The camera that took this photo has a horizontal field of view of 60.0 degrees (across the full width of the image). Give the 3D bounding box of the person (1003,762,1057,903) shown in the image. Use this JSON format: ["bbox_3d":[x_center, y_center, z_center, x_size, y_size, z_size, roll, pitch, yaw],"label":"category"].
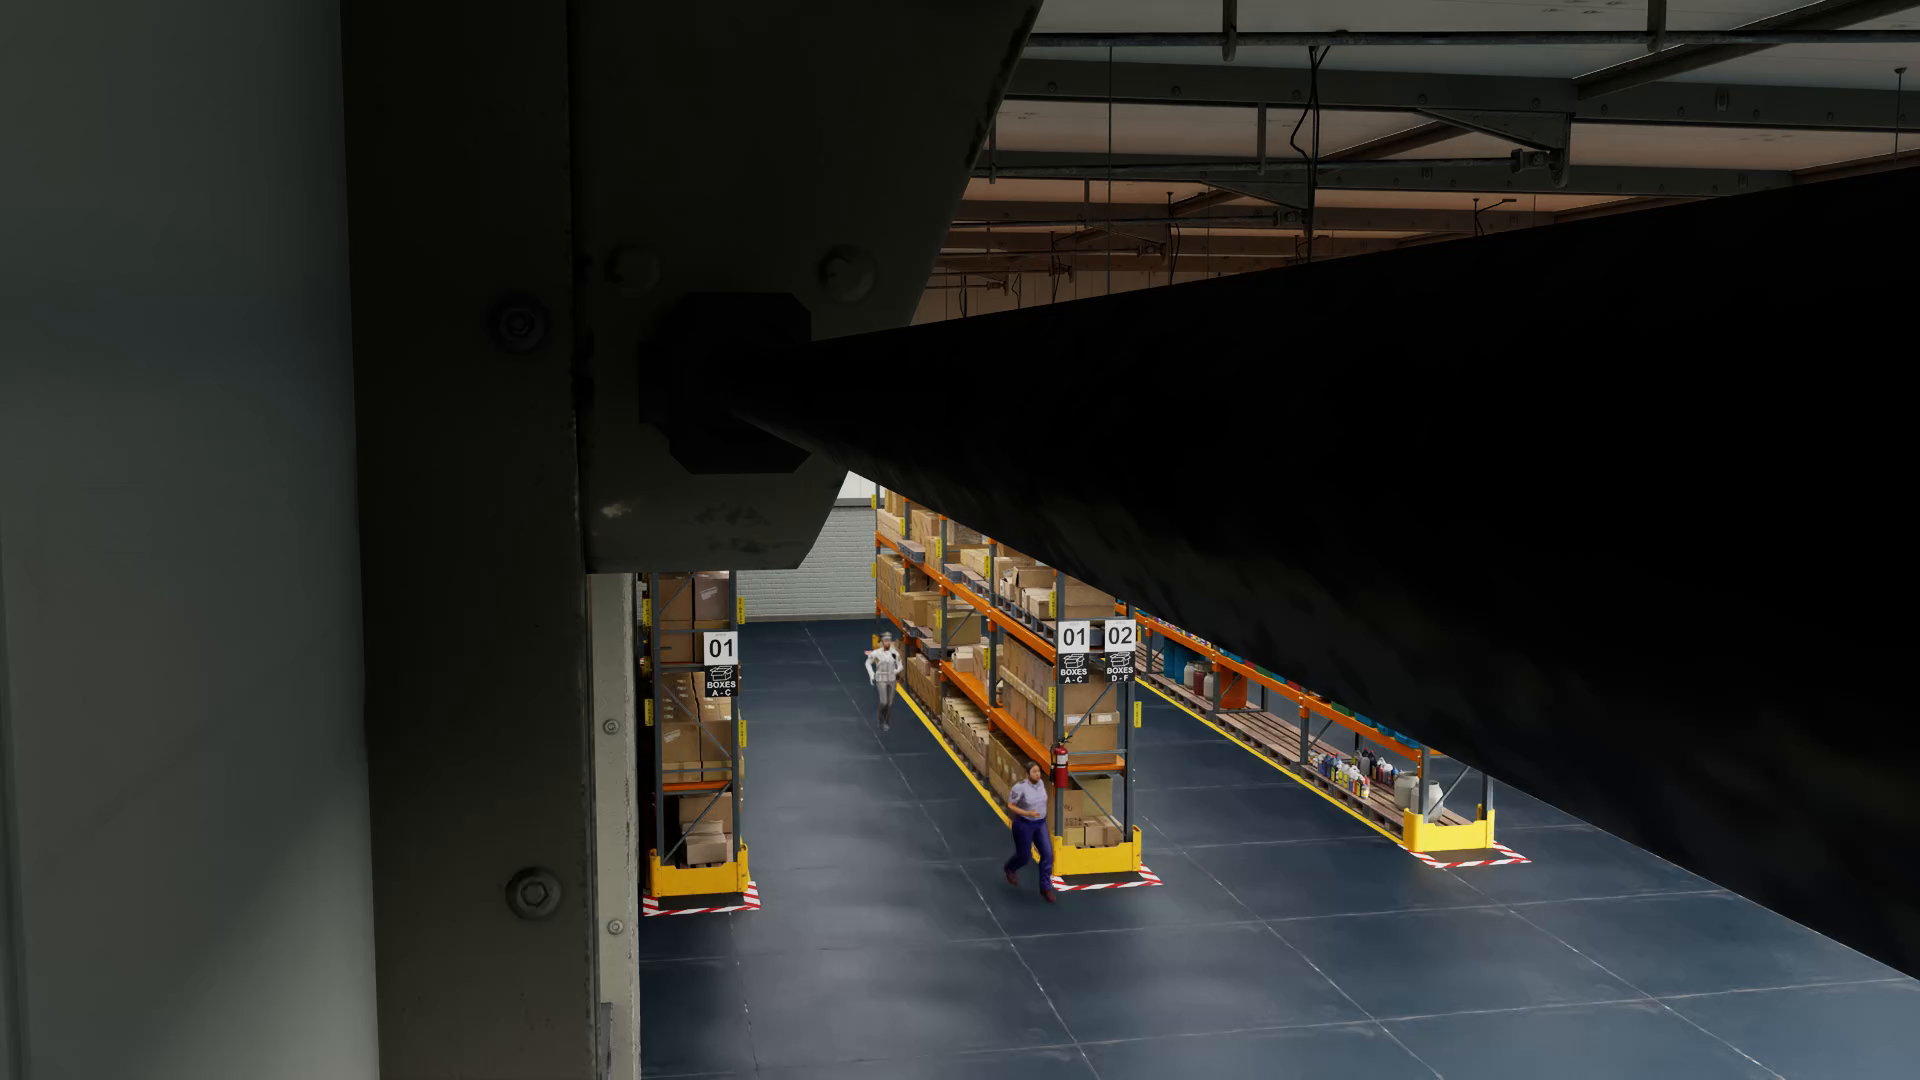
[{"bbox_3d":[0.833,3.486,20.029,0.639,1.639,0.889,-4,7,-33],"label":"person"}]

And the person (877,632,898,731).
[{"bbox_3d":[-1.204,2.362,27.780,0.335,1.680,0.400,-2,6,-17],"label":"person"}]
